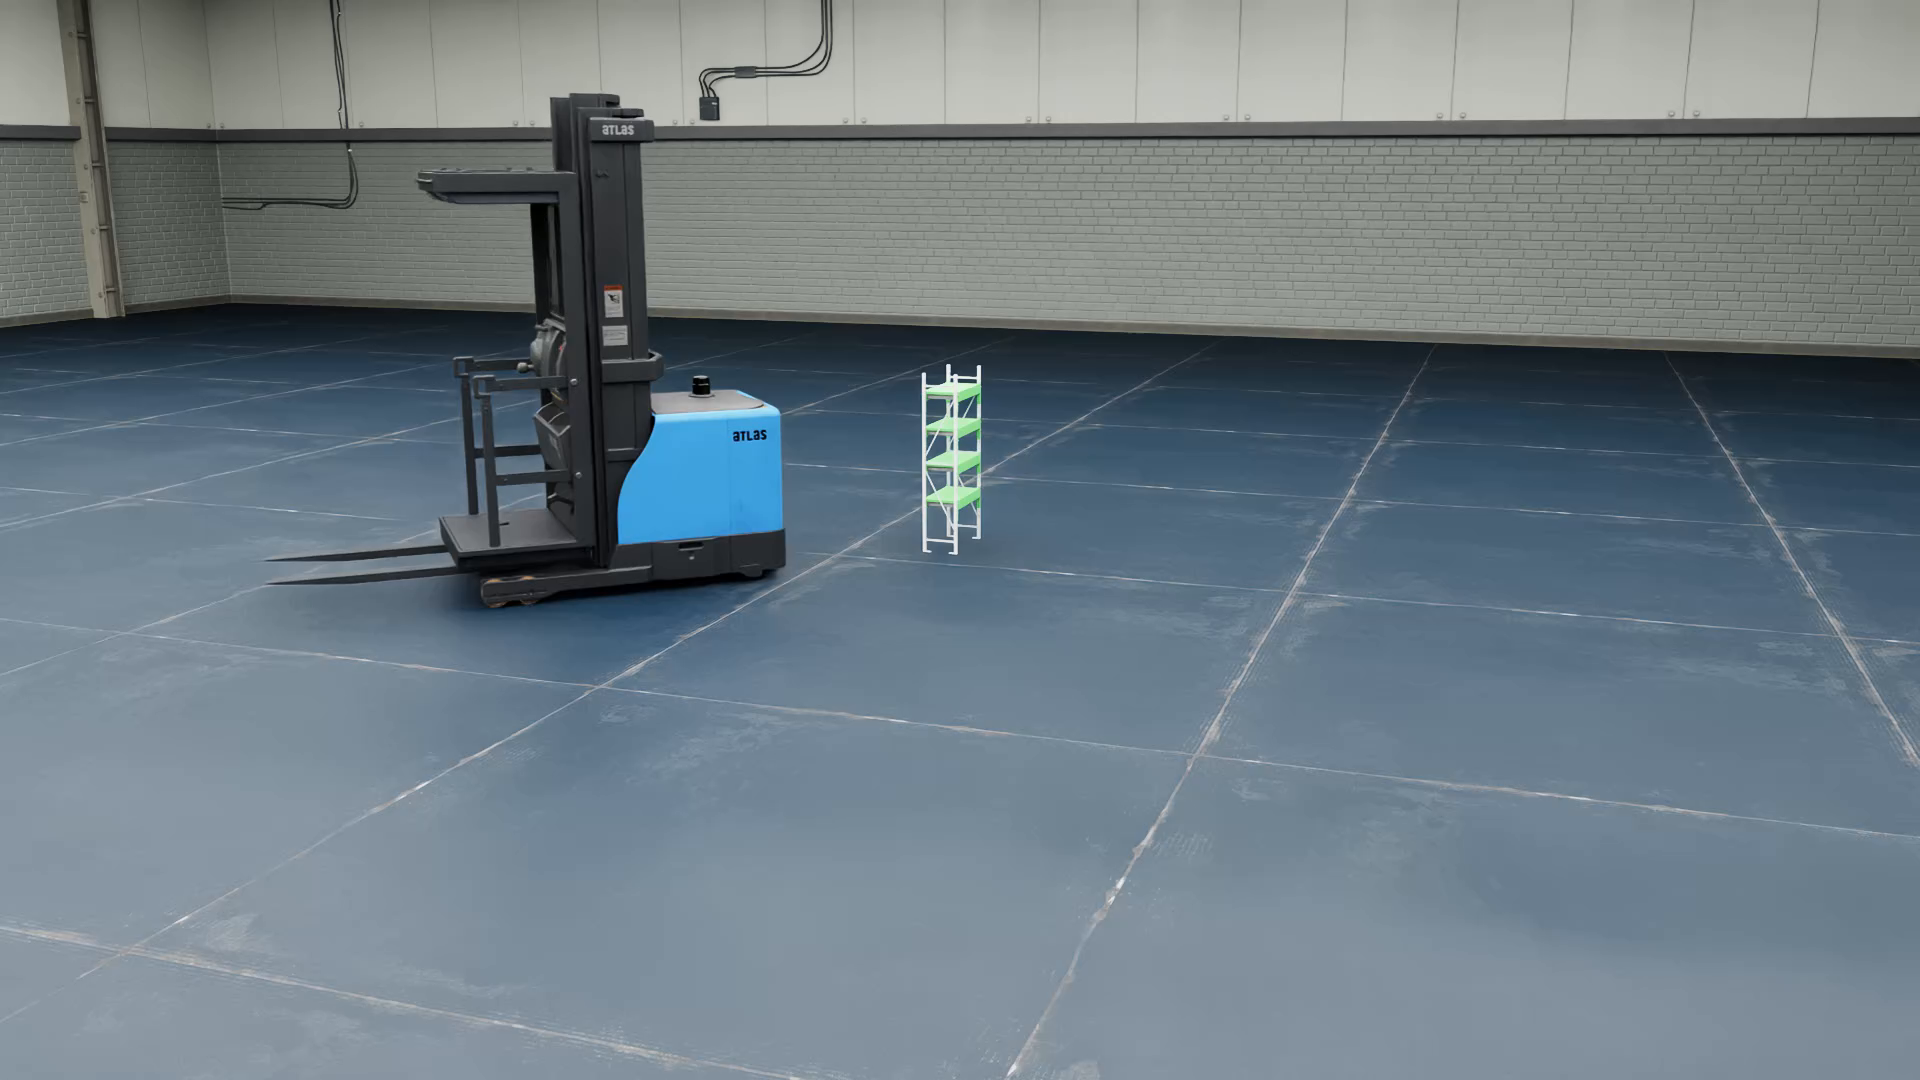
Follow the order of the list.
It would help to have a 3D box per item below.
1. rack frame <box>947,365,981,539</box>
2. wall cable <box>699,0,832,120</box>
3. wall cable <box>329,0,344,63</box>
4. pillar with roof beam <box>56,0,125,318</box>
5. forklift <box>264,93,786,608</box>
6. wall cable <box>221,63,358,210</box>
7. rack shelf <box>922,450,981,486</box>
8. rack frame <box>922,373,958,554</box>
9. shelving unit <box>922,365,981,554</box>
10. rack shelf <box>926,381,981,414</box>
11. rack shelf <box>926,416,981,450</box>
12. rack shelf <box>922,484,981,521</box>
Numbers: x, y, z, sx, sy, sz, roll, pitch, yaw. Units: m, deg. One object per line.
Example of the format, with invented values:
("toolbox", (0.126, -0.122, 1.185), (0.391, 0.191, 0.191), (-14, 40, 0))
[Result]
("rack frame", (0.025, -0.601, 11.427), (0.240, 1.200, 0.015), (4, 14, 18))
("wall cable", (-3.092, -9.628, 25.806), (2.305, 6.003, 0.169), (4, 14, 18))
("wall cable", (-9.510, -9.411, 28.124), (3.097, 2.526, 0.112), (4, 14, 18))
("pillar with roof beam", (-10.200, -7.822, 25.535), (9.100, 9.000, 0.400), (4, 14, 18))
("forklift", (-2.662, -1.165, 10.007), (3.031, 2.935, 1.130), (-5, 14, -22))
("wall cable", (-12.069, -7.143, 29.539), (3.097, 2.526, 0.112), (4, 14, 18))
("rack shelf", (-0.054, -0.488, 11.216), (0.258, 0.148, 0.480), (4, 14, 18))
("rack frame", (-0.133, -0.499, 10.977), (0.240, 1.200, 0.015), (4, 14, 18))
("shelving unit", (-0.054, -0.550, 11.202), (0.258, 1.200, 0.503), (4, 14, 18))
("rack shelf", (-0.054, -0.956, 11.109), (0.258, 0.148, 0.480), (4, 14, 18))
("rack shelf", (-0.054, -0.722, 11.163), (0.258, 0.148, 0.480), (4, 14, 18))
("rack shelf", (-0.054, -0.254, 11.269), (0.258, 0.148, 0.480), (4, 14, 18))
